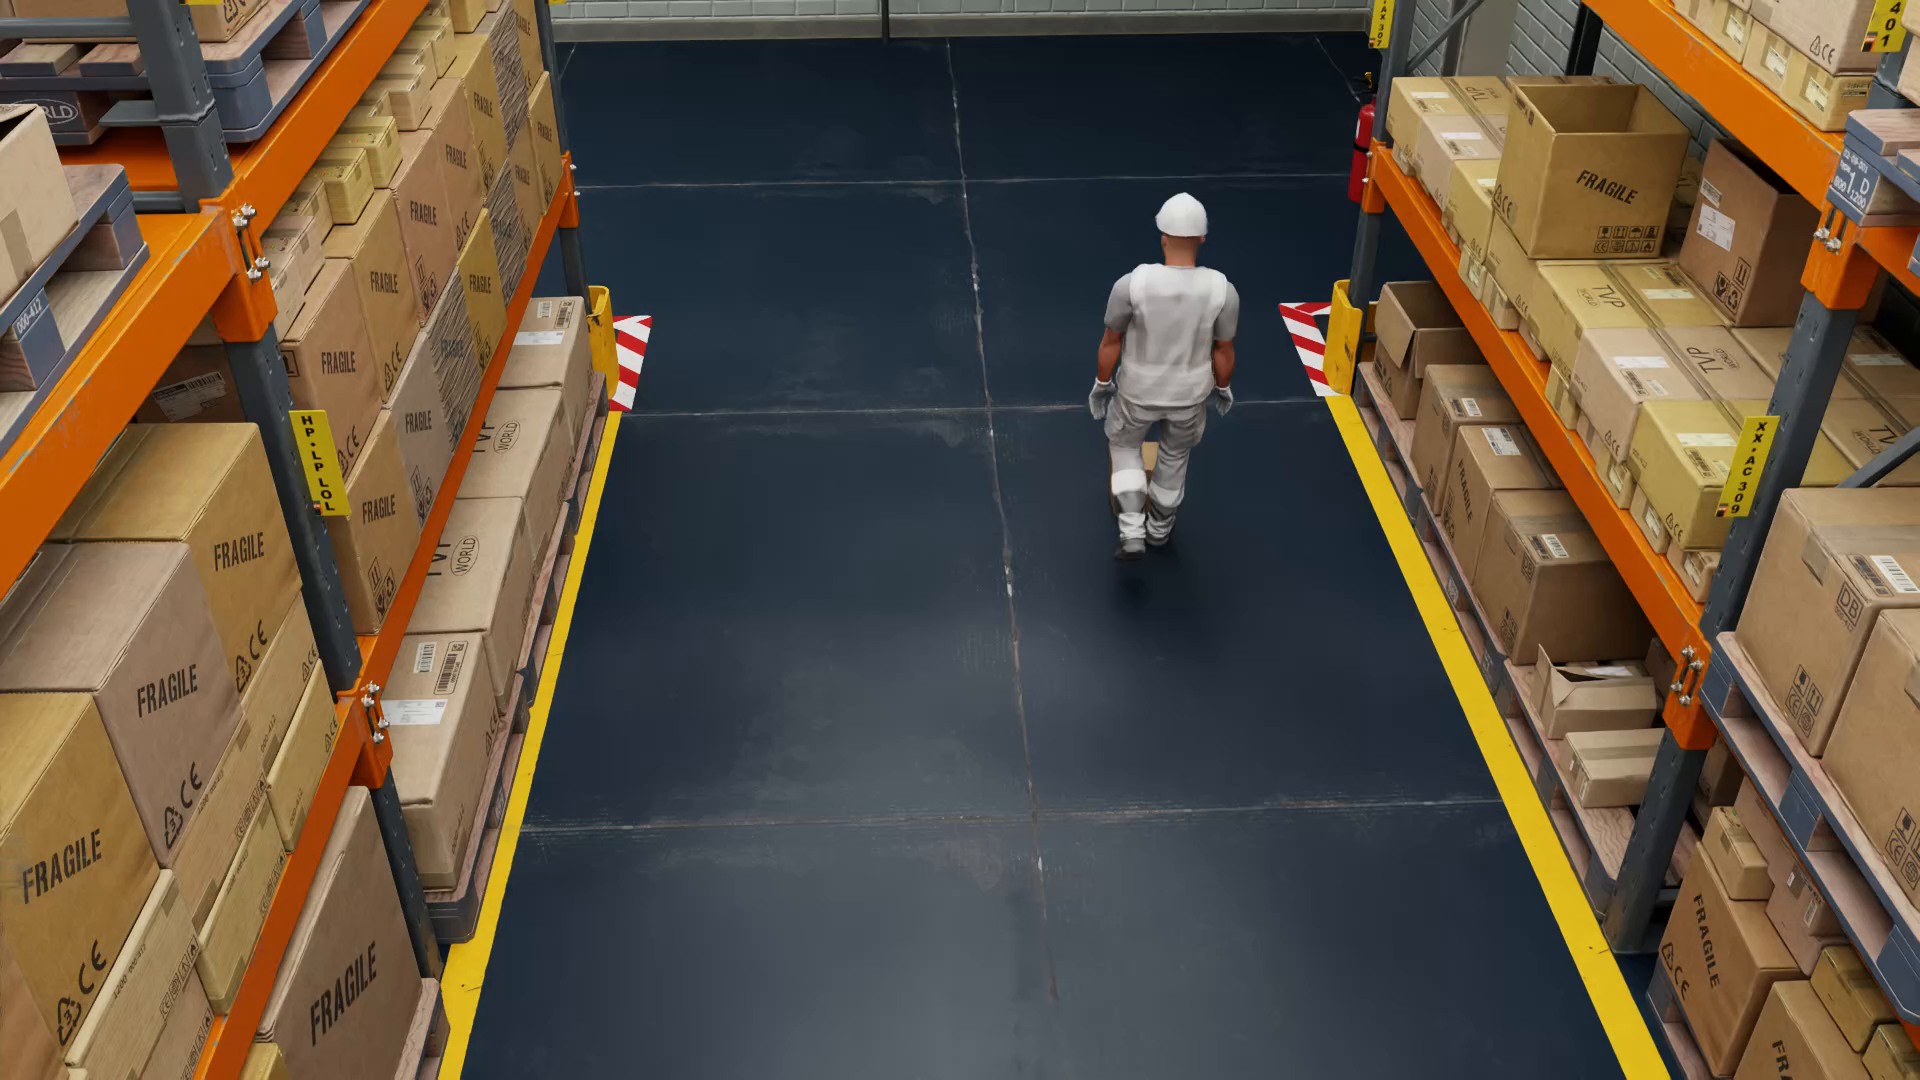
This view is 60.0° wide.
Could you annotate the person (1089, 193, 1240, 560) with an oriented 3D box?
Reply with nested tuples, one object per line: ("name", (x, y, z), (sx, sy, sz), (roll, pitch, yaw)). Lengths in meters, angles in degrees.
("person", (0.862, -0.665, 7.097), (0.617, 1.765, 0.679), (3, 35, 4))
